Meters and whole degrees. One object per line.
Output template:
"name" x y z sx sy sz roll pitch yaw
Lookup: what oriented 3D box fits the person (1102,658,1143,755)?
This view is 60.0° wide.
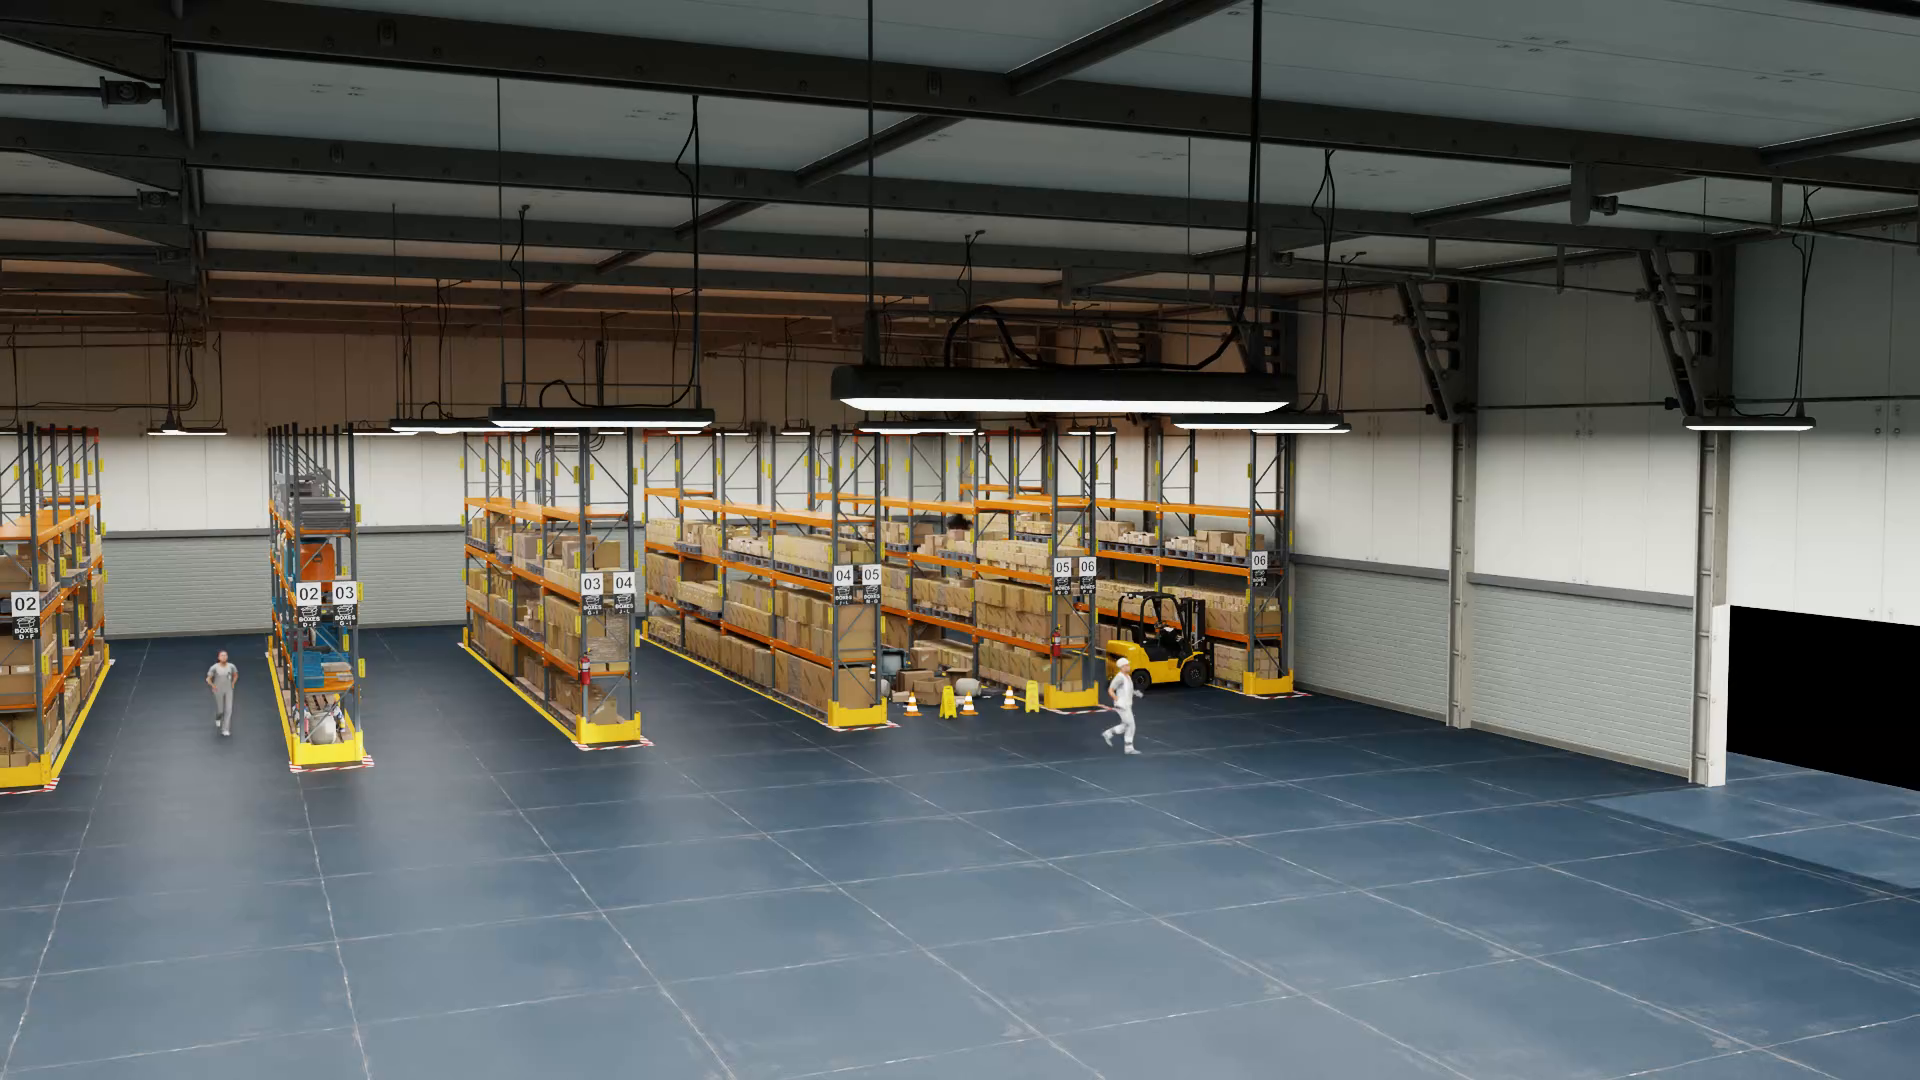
"person" 2.913 3.005 30.090 0.760 1.755 0.657 2 4 24

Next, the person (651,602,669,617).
"person" -8.868 1.950 49.356 0.531 1.596 0.856 0 3 3

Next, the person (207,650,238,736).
"person" -14.235 2.935 32.135 0.581 1.633 0.762 -3 4 -36

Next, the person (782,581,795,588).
"person" -5.319 1.734 50.935 0.716 1.743 0.712 -1 4 -19

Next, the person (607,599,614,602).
"person" -10.162 1.996 47.902 0.580 1.626 0.530 2 4 32
